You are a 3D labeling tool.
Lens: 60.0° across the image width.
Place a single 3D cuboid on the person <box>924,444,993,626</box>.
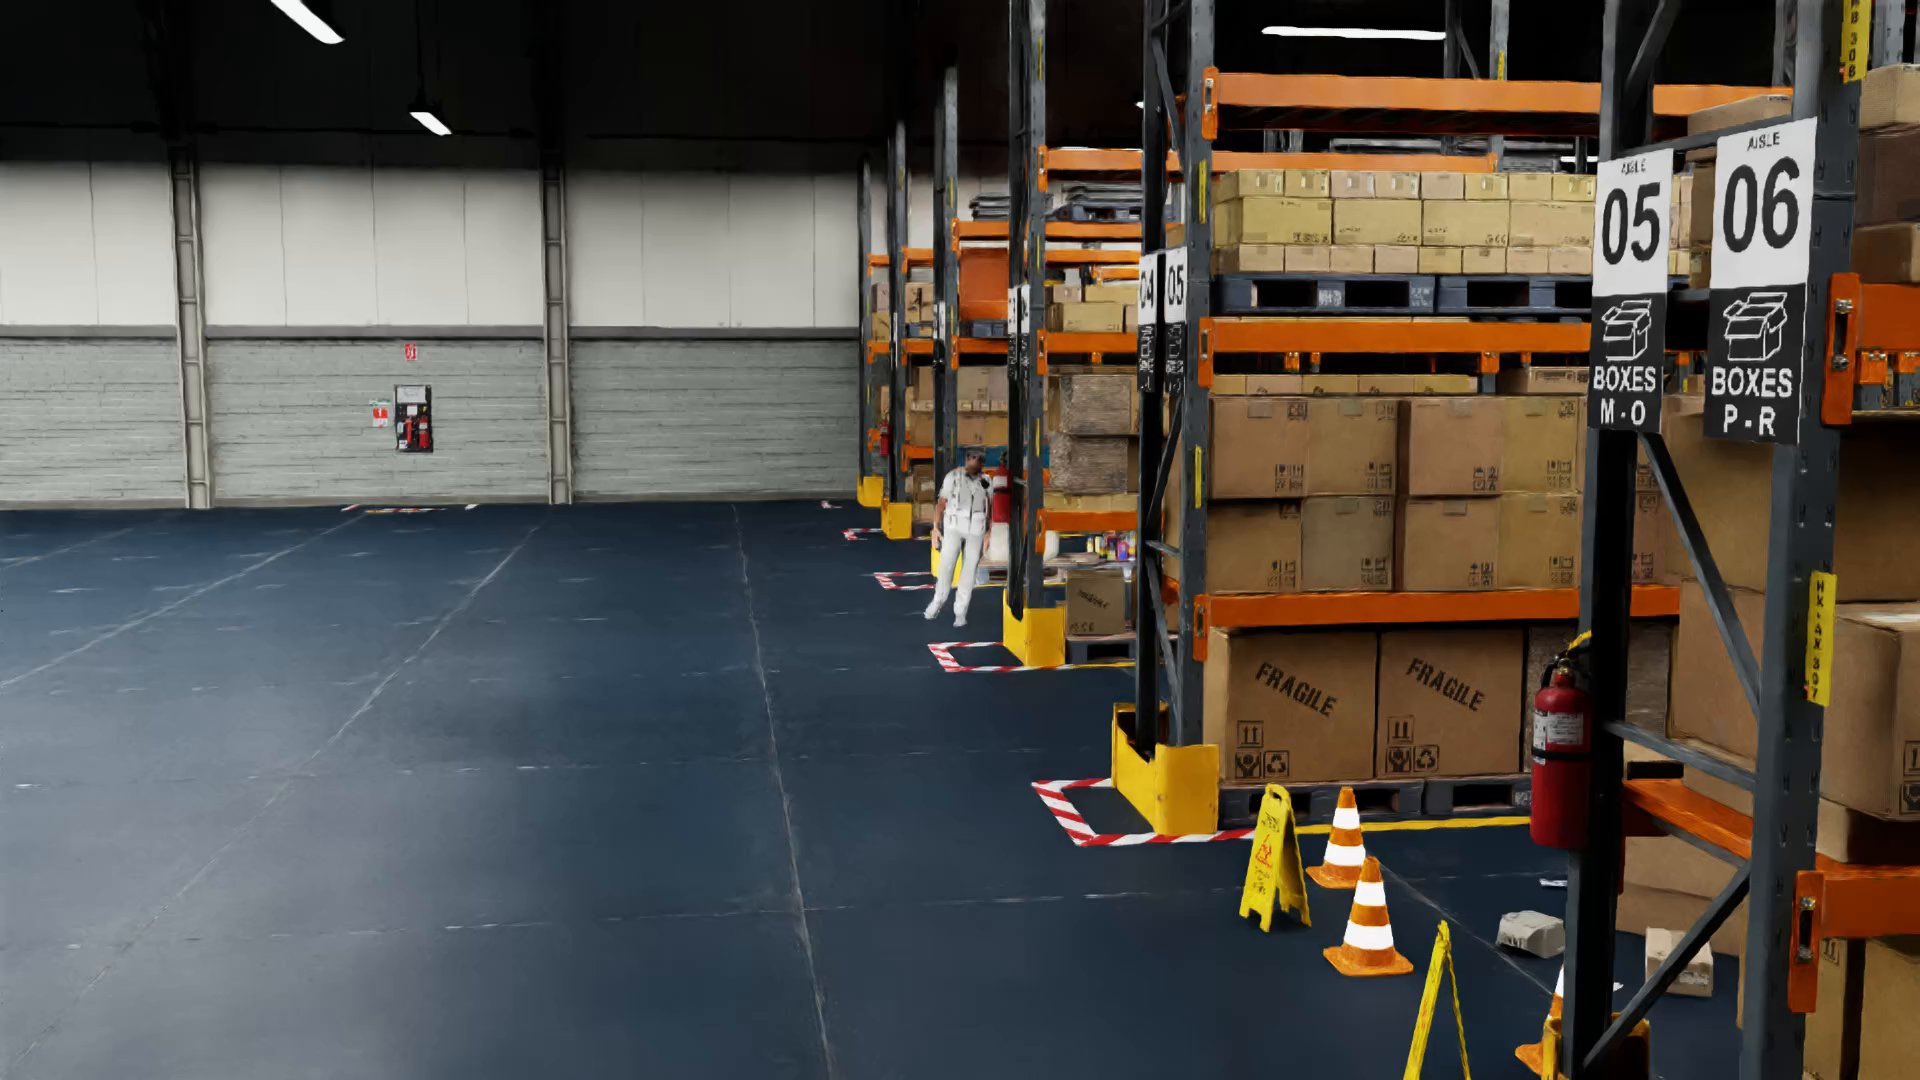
[{"bbox_3d":[0.019,-0.057,16.163,0.690,1.748,0.476,-2,7,-16],"label":"person"}]
